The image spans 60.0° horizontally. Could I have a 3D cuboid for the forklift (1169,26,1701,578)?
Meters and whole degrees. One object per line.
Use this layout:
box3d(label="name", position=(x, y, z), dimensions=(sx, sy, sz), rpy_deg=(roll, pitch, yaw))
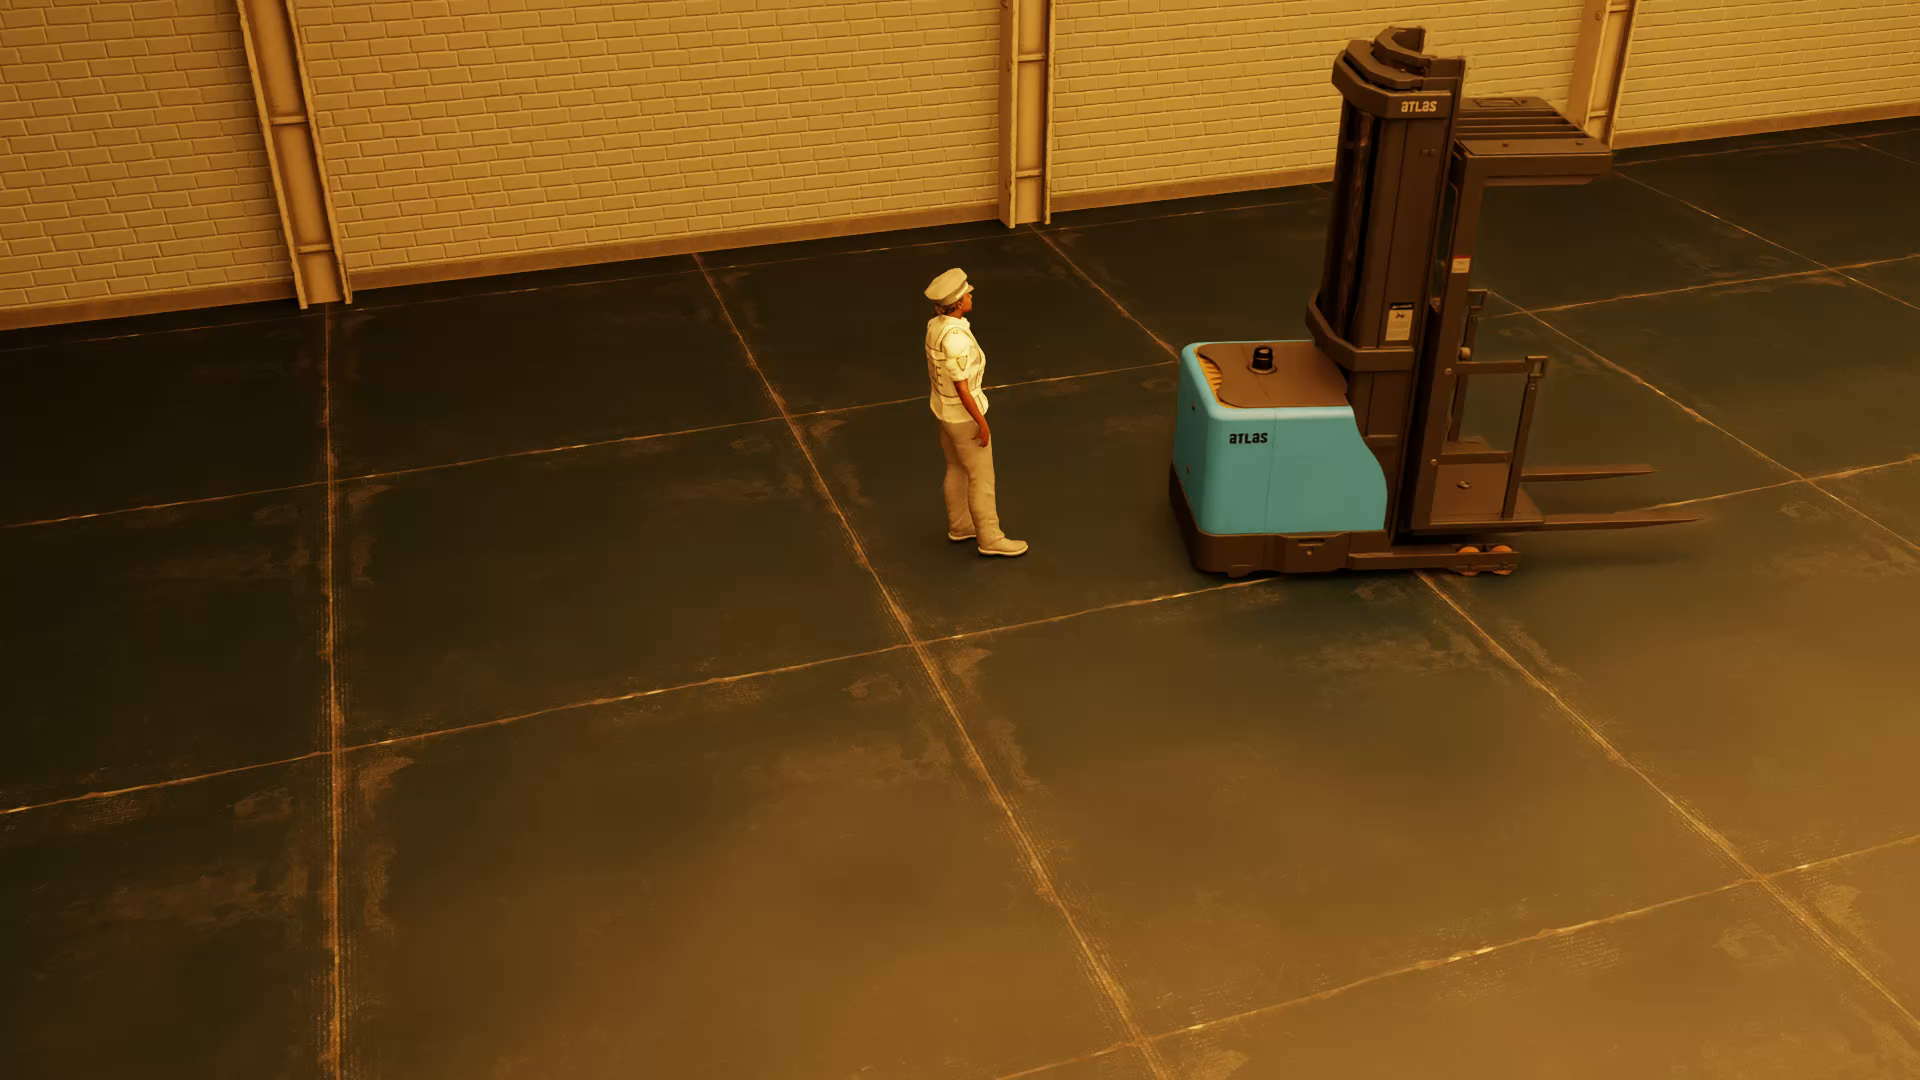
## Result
box3d(label="forklift", position=(2.840, -1.326, 9.392), dimensions=(3.031, 2.935, 1.130), rpy_deg=(-2, 30, -3))

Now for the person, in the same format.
box3d(label="person", position=(0.077, -0.744, 9.604), dimensions=(0.528, 1.697, 0.570), rpy_deg=(-10, 31, -16))
